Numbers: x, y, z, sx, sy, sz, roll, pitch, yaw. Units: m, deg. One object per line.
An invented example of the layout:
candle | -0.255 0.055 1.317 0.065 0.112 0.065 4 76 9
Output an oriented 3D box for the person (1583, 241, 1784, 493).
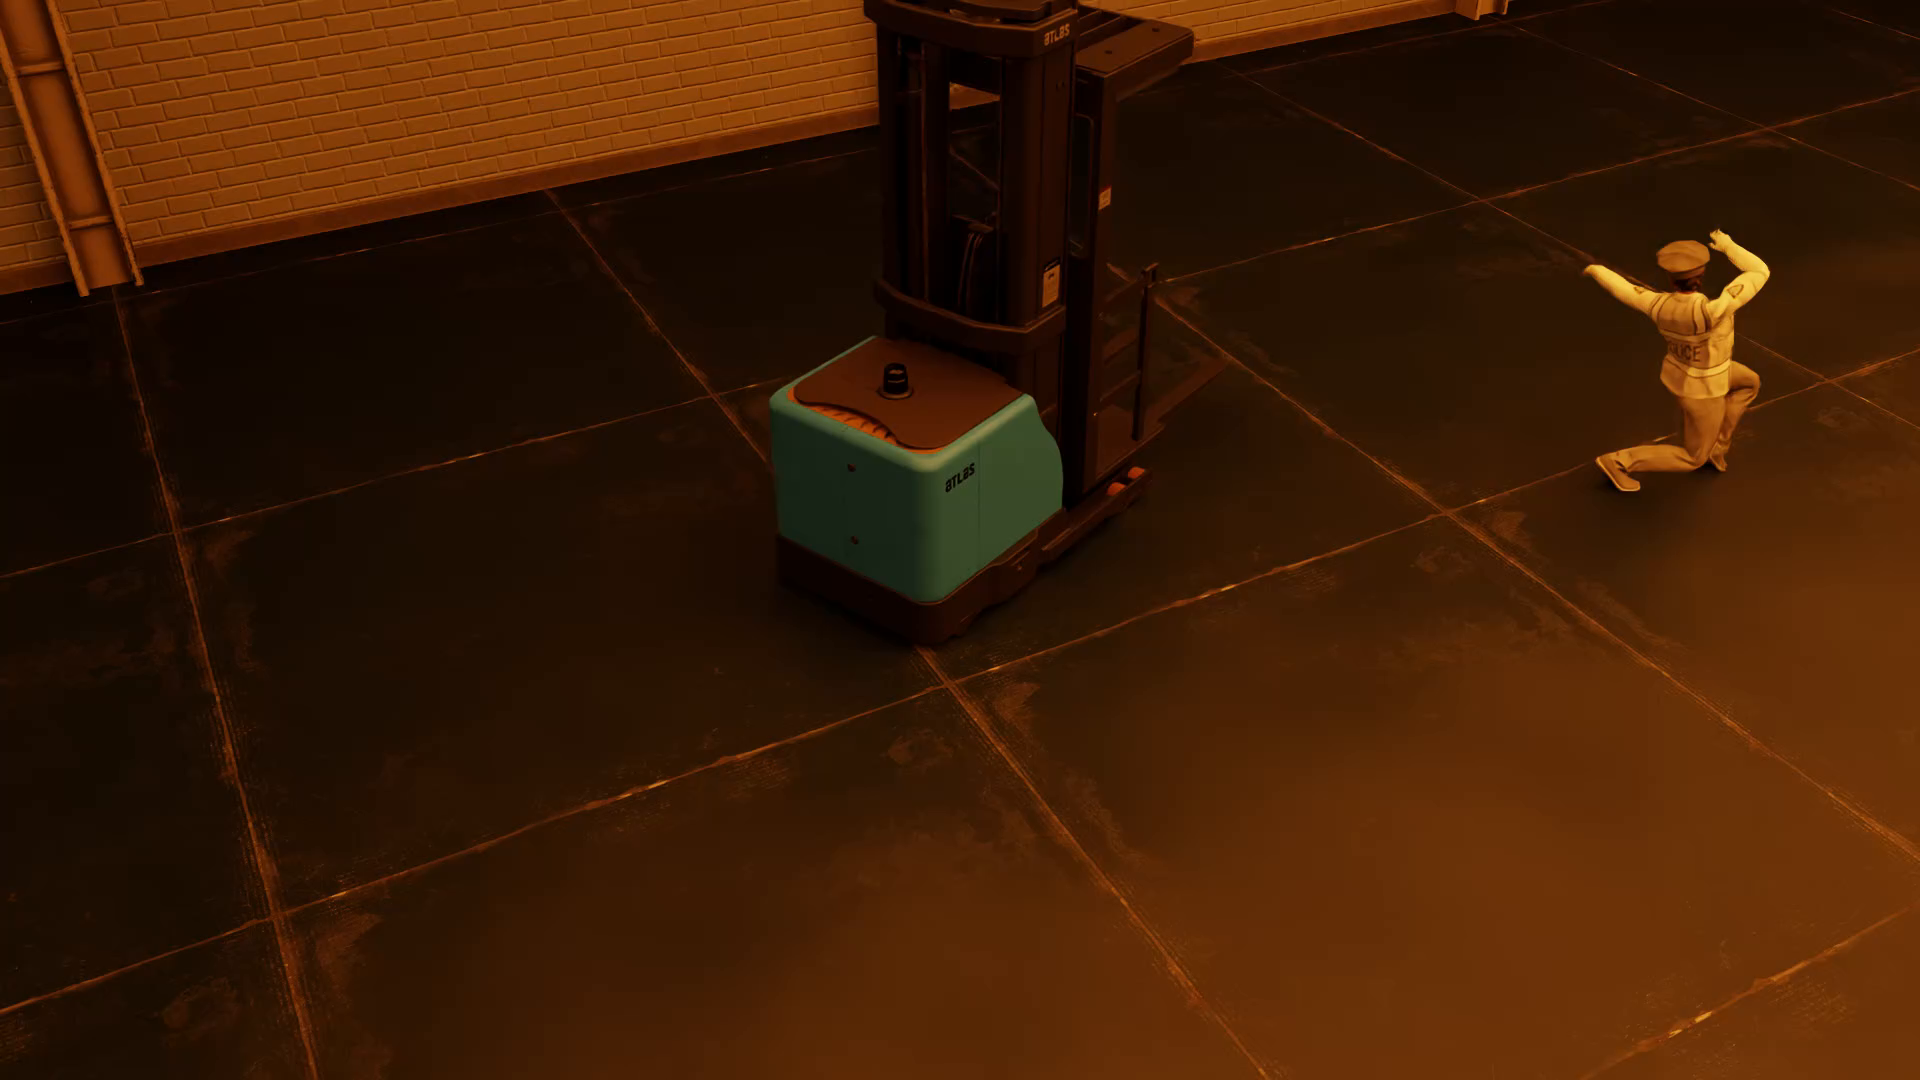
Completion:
person | 3.878 -1.005 8.900 0.933 1.384 0.889 -8 36 -12

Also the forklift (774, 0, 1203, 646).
forklift | 0.342 -1.513 8.263 1.130 2.935 3.031 21 40 26
